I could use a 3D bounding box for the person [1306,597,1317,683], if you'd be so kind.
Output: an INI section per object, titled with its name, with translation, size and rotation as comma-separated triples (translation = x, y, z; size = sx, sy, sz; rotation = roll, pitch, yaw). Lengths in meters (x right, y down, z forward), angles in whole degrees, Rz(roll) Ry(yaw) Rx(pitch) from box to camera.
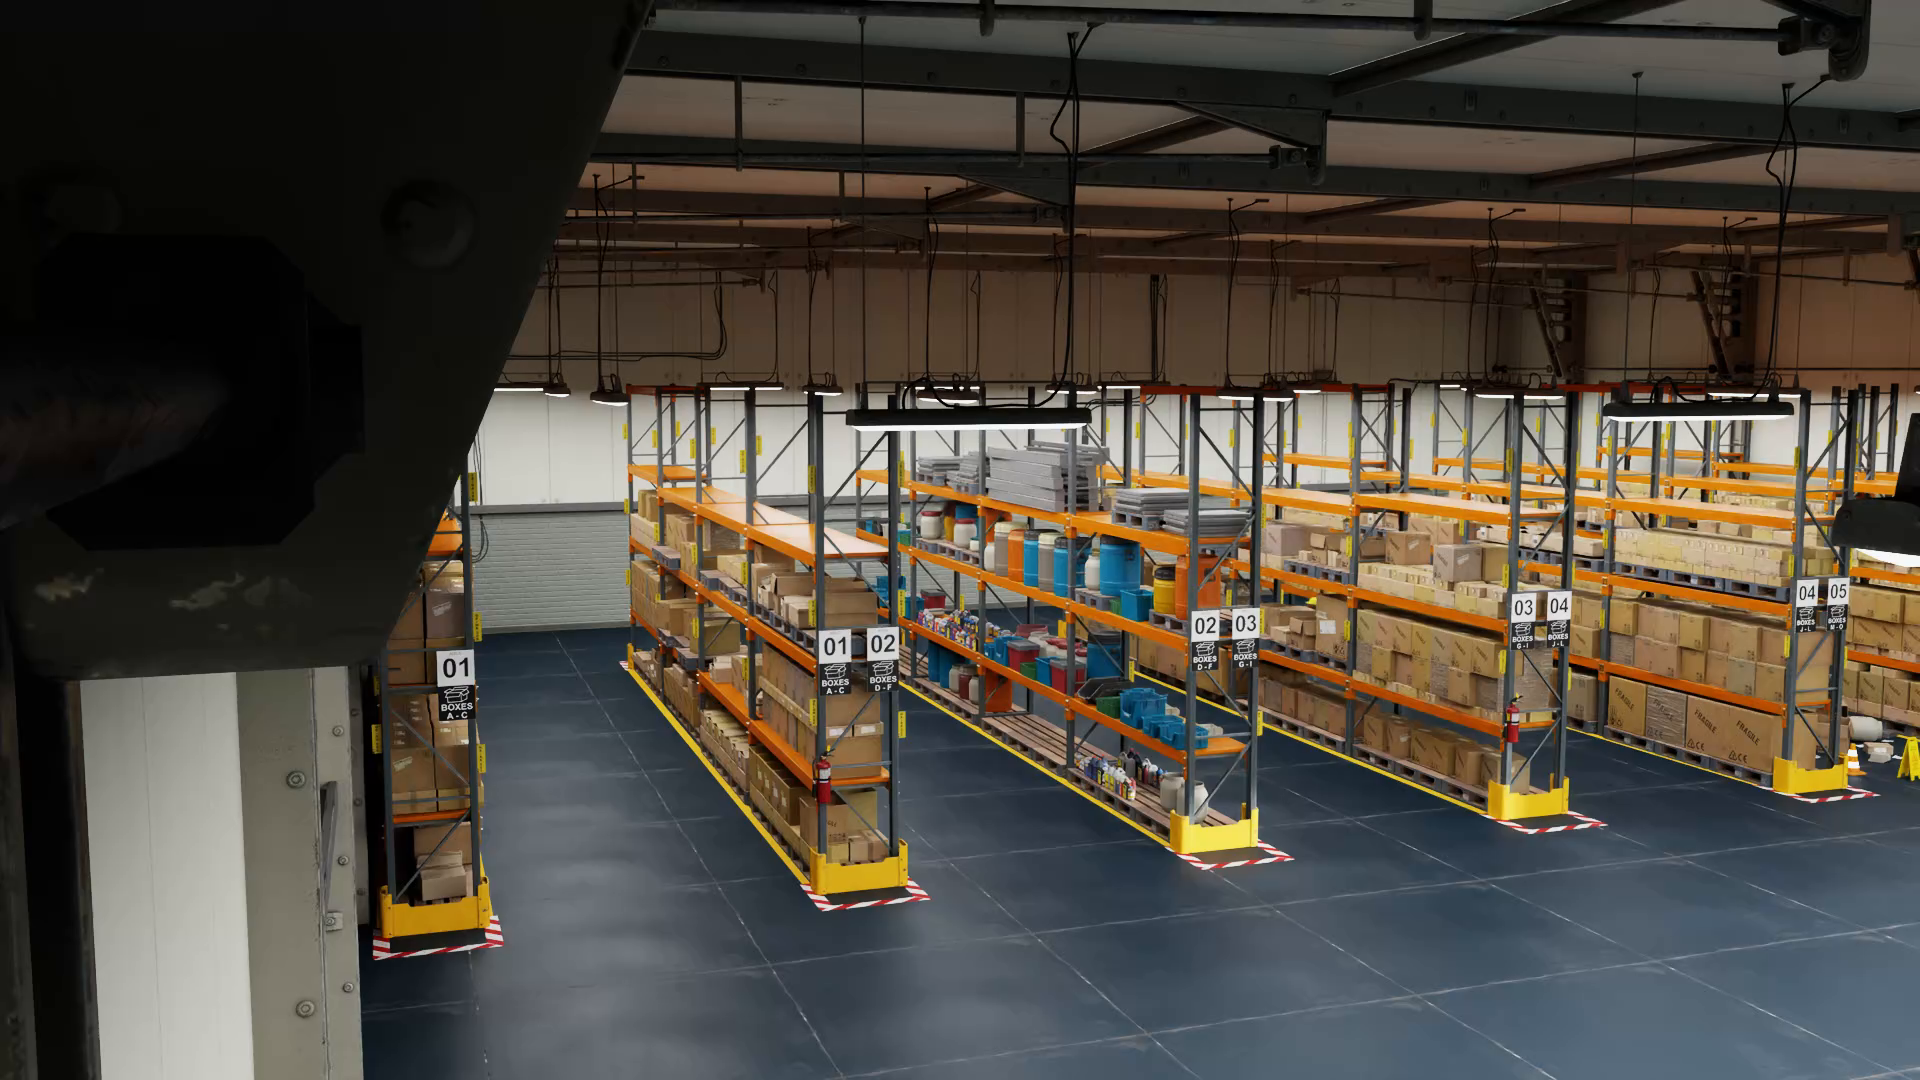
[person]
translation = 6.971, 2.021, 33.269
size = 0.679, 1.766, 0.448
rotation = 5, 8, 42
